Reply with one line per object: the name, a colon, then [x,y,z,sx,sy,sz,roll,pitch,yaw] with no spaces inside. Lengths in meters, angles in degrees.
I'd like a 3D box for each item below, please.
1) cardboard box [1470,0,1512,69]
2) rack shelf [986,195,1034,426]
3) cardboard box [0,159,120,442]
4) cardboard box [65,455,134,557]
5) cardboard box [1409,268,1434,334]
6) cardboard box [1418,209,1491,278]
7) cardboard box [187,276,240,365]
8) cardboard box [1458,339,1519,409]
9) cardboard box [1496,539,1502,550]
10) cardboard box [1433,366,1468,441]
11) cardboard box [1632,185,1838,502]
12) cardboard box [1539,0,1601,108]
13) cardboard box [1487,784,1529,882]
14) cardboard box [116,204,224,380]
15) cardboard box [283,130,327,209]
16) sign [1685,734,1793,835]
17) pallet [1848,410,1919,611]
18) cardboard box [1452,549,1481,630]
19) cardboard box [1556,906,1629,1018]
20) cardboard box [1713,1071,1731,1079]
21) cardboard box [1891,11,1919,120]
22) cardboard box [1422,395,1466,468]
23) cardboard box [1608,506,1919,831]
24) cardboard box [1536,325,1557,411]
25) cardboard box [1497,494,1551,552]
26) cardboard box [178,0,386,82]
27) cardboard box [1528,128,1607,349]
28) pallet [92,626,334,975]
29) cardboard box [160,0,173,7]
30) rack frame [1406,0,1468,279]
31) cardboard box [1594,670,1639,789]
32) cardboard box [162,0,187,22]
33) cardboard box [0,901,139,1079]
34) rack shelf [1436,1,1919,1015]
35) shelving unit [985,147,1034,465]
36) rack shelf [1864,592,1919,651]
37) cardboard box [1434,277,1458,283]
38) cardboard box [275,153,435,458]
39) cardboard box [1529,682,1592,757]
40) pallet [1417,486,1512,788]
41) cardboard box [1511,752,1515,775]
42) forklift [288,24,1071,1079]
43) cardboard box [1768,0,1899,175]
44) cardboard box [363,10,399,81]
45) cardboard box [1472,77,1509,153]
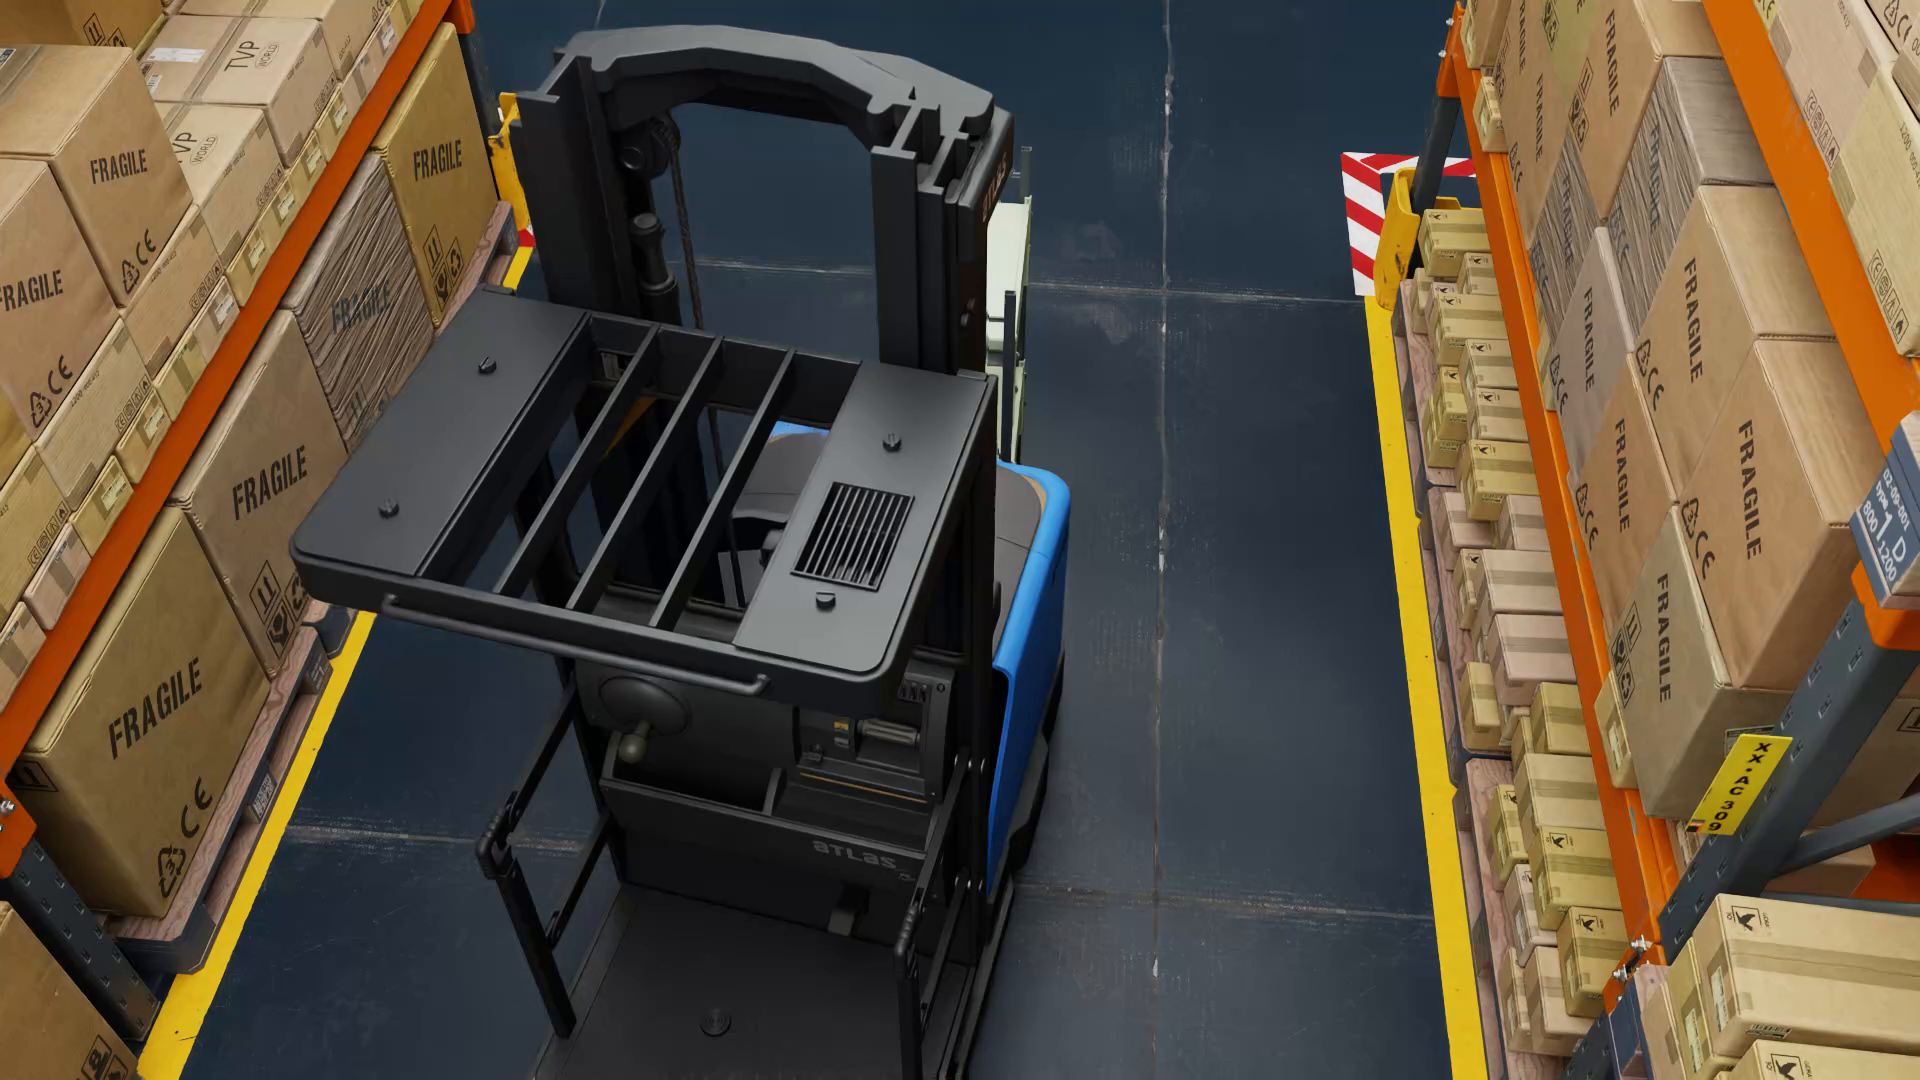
cardboard box: [2.086,-1.965,5.745,0.500,0.500,0.500,6,48,5]
rack shelf: [-0.001,-0.765,5.404,0.431,0.370,0.720,4,48,4]
cardboard box: [-2.541,-0.610,4.167,0.500,0.500,0.500,4,48,4]
cardboard box: [-2.487,-0.108,4.486,0.380,0.149,0.250,5,48,5]
cardboard box: [2.036,-0.959,6.741,0.380,0.149,0.250,5,48,4]
cardboard box: [2.016,-1.161,6.523,0.380,0.149,0.250,2,48,2]
cardboard box: [-2.417,-0.674,5.004,0.380,0.149,0.250,4,48,4]
cardboard box: [2.020,-0.586,5.997,0.380,0.149,0.250,2,48,2]
cardboard box: [2.005,0.111,5.561,0.380,0.149,0.250,6,48,5]
cardboard box: [1.952,-0.490,6.111,0.380,0.149,0.250,5,48,5]
cardboard box: [1.853,-0.419,3.653,0.500,0.500,0.500,3,48,2]
cardboard box: [1.988,-1.550,4.688,0.500,0.500,0.500,3,48,3]
cardboard box: [1.769,0.866,4.871,0.380,0.149,0.250,2,48,2]
cardboard box: [-2.497,-0.734,4.789,0.500,0.250,0.500,5,48,4]
cardboard box: [-2.347,-1.240,5.522,0.380,0.149,0.250,4,48,4]
sign: [1.497,0.474,3.197,0.100,0.325,0.005,4,48,4]
pallet: [1.875,0.294,2.042,1.213,0.211,1.003,4,48,4]
cardboard box: [1.908,0.179,5.701,0.380,0.149,0.250,4,48,4]
cardboard box: [1.811,1.138,4.421,0.380,0.149,0.250,5,48,5]
cardboard box: [1.522,1.089,2.906,0.380,0.149,0.250,3,48,3]
cardboard box: [1.827,-0.690,2.578,0.500,0.250,0.500,2,48,2]
cardboard box: [1.945,-0.397,6.228,0.380,0.149,0.250,4,48,4]
cardboard box: [1.801,0.288,3.684,0.500,0.500,0.500,4,48,4]
cardboard box: [1.902,-0.498,4.843,0.380,0.149,0.250,5,48,4]
cardboard box: [1.988,-0.001,5.462,0.380,0.149,0.250,4,48,4]
cardboard box: [-2.355,-1.853,5.812,0.500,0.250,0.500,3,48,3]
cardboard box: [1.965,-0.836,4.713,0.500,0.500,0.500,3,48,3]
pallet: [-2.745,0.777,5.397,1.003,0.211,1.213,4,48,4]
cardboard box: [-2.886,-2.151,5.577,0.500,0.500,0.500,3,48,3]
rack frame: [2.402,-2.142,6.177,1.000,3.000,0.127,4,48,4]
cardboard box: [1.746,0.459,3.967,0.380,0.149,0.250,3,48,2]
cardboard box: [-2.881,-1.883,5.840,0.500,0.250,0.500,3,48,3]
cardboard box: [-2.931,1.436,4.059,1.225,0.875,0.875,4,48,4]
rack shelf: [2.220,-0.430,5.098,1.077,0.370,4.000,4,48,4]
shelving unit: [-0.001,-0.501,5.692,0.431,1.500,0.755,4,48,4]
rack shelf: [1.856,1.497,1.303,1.077,0.370,4.000,4,48,4]
cardboard box: [2.099,-1.055,6.628,0.380,0.149,0.250,6,48,5]
cardboard box: [-2.589,-0.831,6.132,0.875,0.875,0.875,4,48,4]
cardboard box: [1.912,0.578,4.932,0.380,0.149,0.250,5,48,5]
pallet: [2.172,0.343,5.793,1.003,0.211,1.213,4,48,4]
cardboard box: [1.946,0.737,5.190,0.380,0.149,0.250,3,48,3]
forklift: [-0.529,0.494,3.812,1.130,2.935,3.031,11,49,10]
cardboard box: [1.871,-0.910,3.118,0.500,0.250,0.500,4,48,3]
cardboard box: [-2.278,-1.805,6.039,0.380,0.149,0.250,4,48,4]
cardboard box: [1.987,-1.458,5.721,0.380,0.149,0.250,3,48,2]
